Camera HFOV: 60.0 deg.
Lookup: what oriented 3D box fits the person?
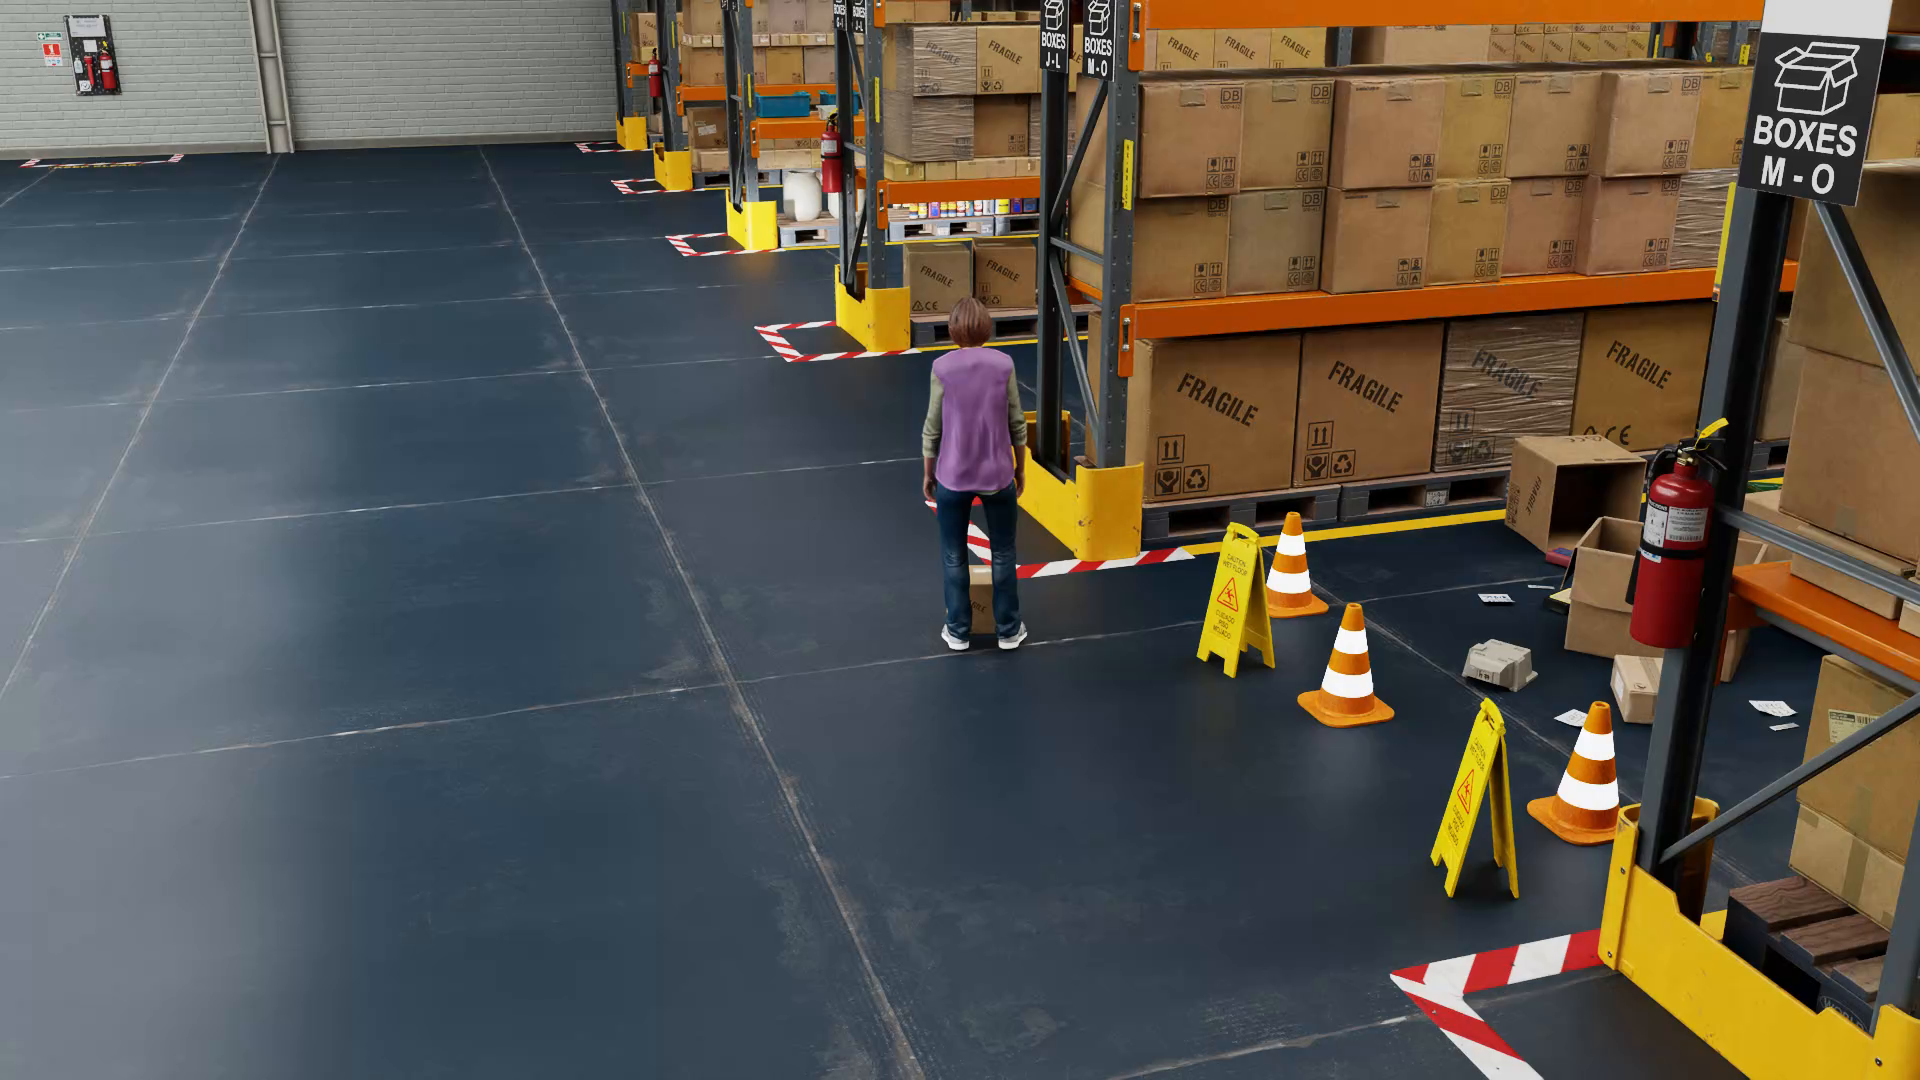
[{"bbox_3d":[0.075,-0.275,7.361,0.470,1.593,0.350,0,20,-1],"label":"person"}]
